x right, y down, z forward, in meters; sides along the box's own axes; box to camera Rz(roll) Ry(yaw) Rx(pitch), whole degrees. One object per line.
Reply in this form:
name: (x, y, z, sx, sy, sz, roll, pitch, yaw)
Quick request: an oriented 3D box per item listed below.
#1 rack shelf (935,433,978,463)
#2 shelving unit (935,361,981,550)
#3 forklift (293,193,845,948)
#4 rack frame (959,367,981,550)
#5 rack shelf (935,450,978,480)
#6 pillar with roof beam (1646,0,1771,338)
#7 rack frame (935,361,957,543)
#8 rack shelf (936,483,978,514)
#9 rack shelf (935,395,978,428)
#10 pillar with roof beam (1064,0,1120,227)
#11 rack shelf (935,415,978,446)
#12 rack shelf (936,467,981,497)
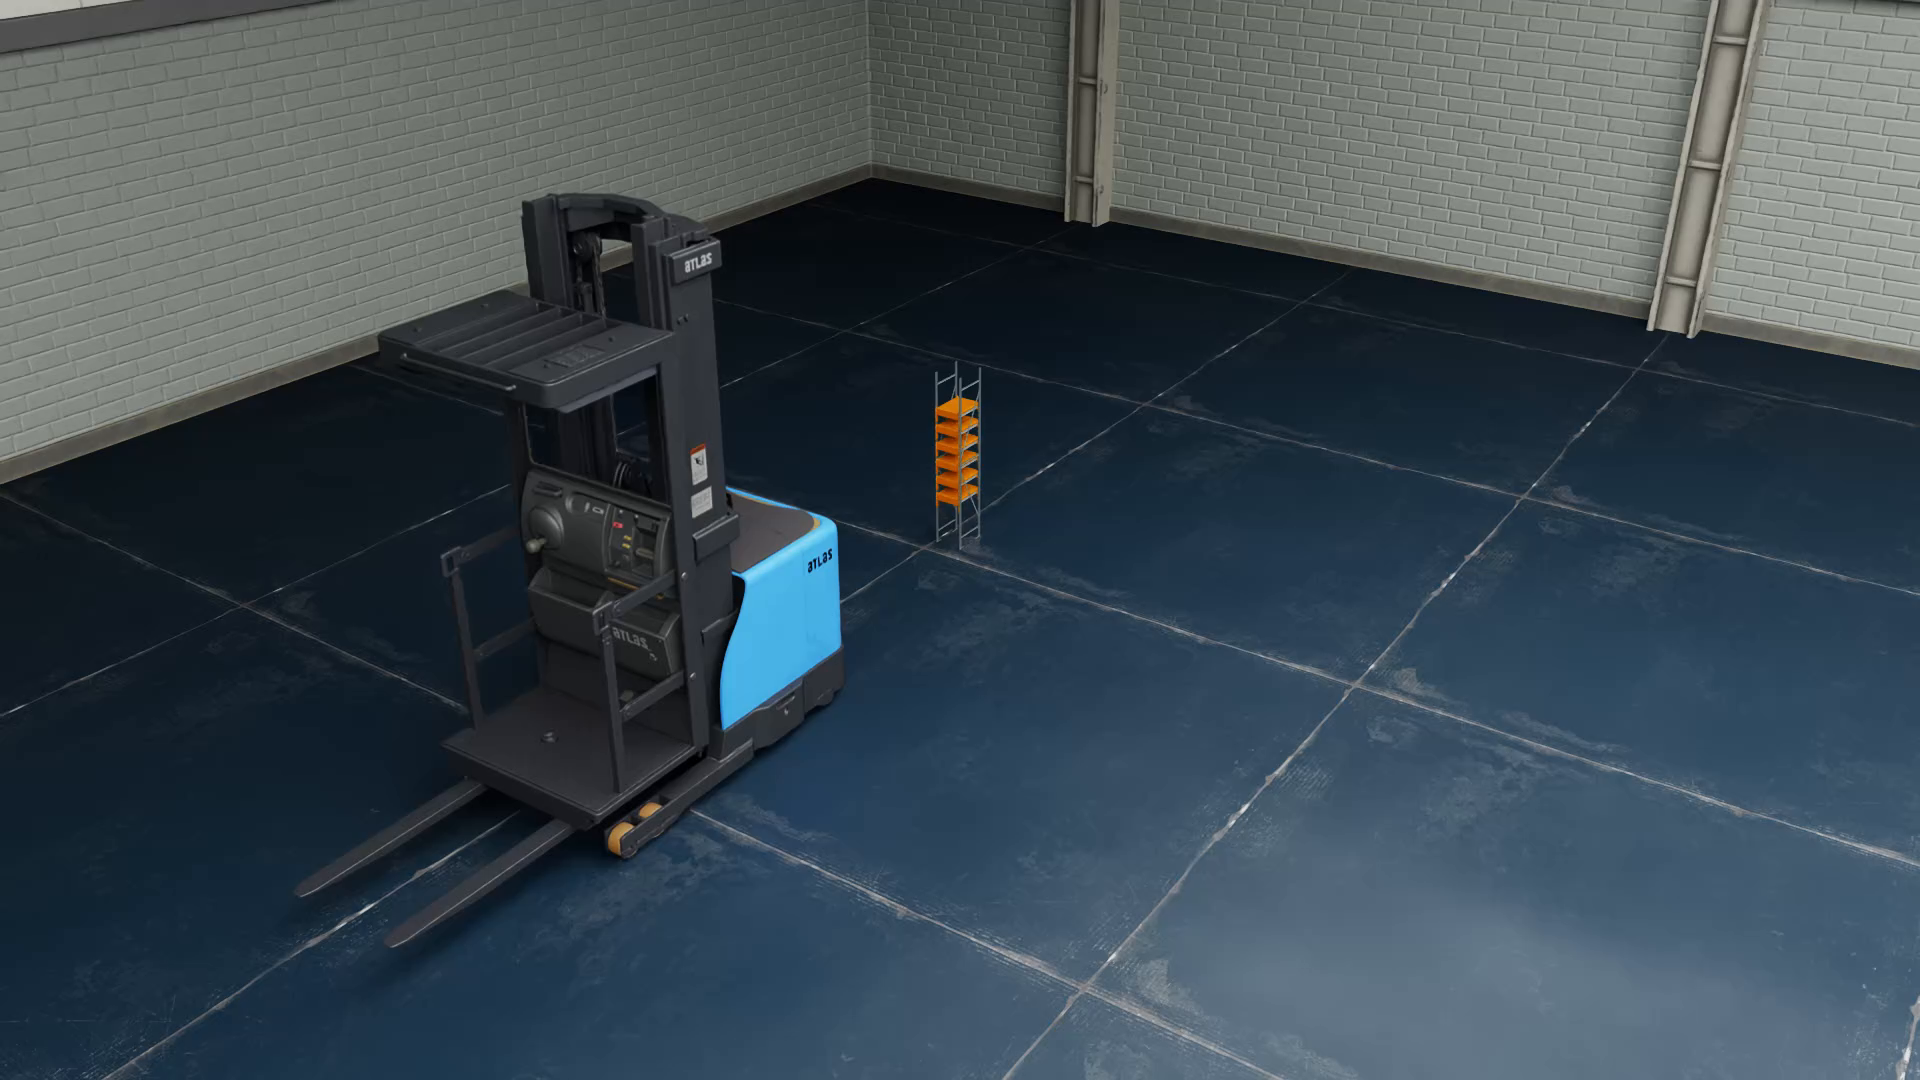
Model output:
rack shelf: (-0.012, -0.606, 10.725, 0.180, 0.103, 0.258, 17, 32, 30)
shelving unit: (-0.012, -0.538, 10.759, 0.189, 1.200, 0.258, 17, 32, 30)
forklift: (-1.873, -0.021, 7.833, 1.130, 2.935, 3.031, 17, 31, 29)
rack frame: (0.064, -0.515, 10.713, 0.006, 1.200, 0.240, 17, 32, 30)
rack shelf: (-0.012, -0.499, 10.779, 0.180, 0.103, 0.258, 17, 32, 30)
pillar with roof beam: (3.863, -4.262, 9.478, 0.400, 9.000, 9.100, 17, 32, 30)
rack frame: (-0.087, -0.562, 10.805, 0.006, 1.200, 0.240, 17, 32, 30)
rack shelf: (-0.012, -0.285, 10.888, 0.180, 0.103, 0.258, 17, 32, 30)
rack shelf: (-0.012, -0.820, 10.616, 0.180, 0.103, 0.258, 17, 32, 30)
pillar with roof beam: (-1.083, -5.803, 12.505, 0.400, 9.000, 9.100, 17, 32, 30)
rack shelf: (-0.012, -0.713, 10.670, 0.180, 0.103, 0.258, 17, 32, 30)
rack shelf: (-0.012, -0.392, 10.834, 0.180, 0.103, 0.258, 17, 32, 30)
